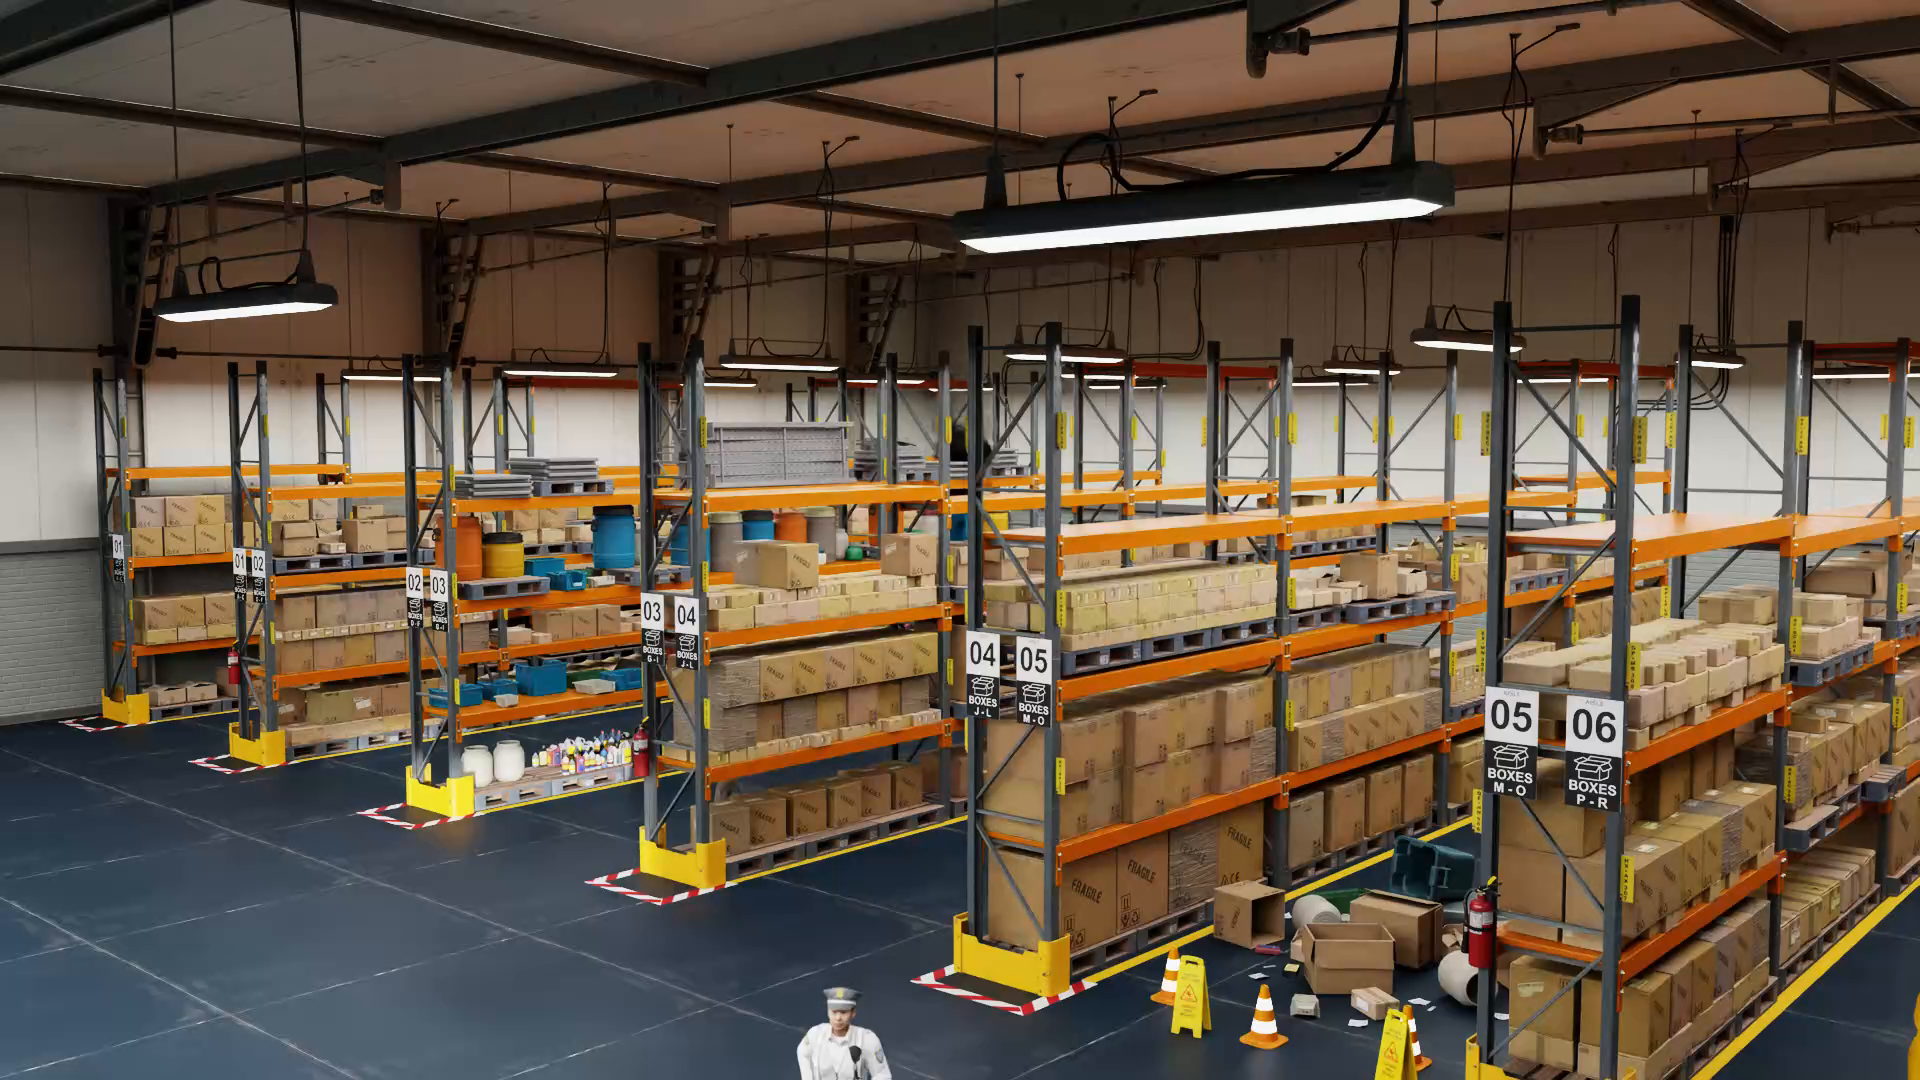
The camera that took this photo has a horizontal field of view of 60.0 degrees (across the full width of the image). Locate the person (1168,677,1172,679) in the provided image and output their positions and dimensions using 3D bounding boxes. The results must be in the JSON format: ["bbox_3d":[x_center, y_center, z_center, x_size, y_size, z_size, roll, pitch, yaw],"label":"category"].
[{"bbox_3d":[2.921,2.690,22.908,0.569,1.595,0.628,4,6,41],"label":"person"}]

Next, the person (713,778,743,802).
[{"bbox_3d":[-3.079,2.692,21.634,0.659,1.737,0.967,2,5,26],"label":"person"}]

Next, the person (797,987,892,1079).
[{"bbox_3d":[-0.717,3.581,10.249,0.598,1.751,0.741,0,4,-1],"label":"person"}]
